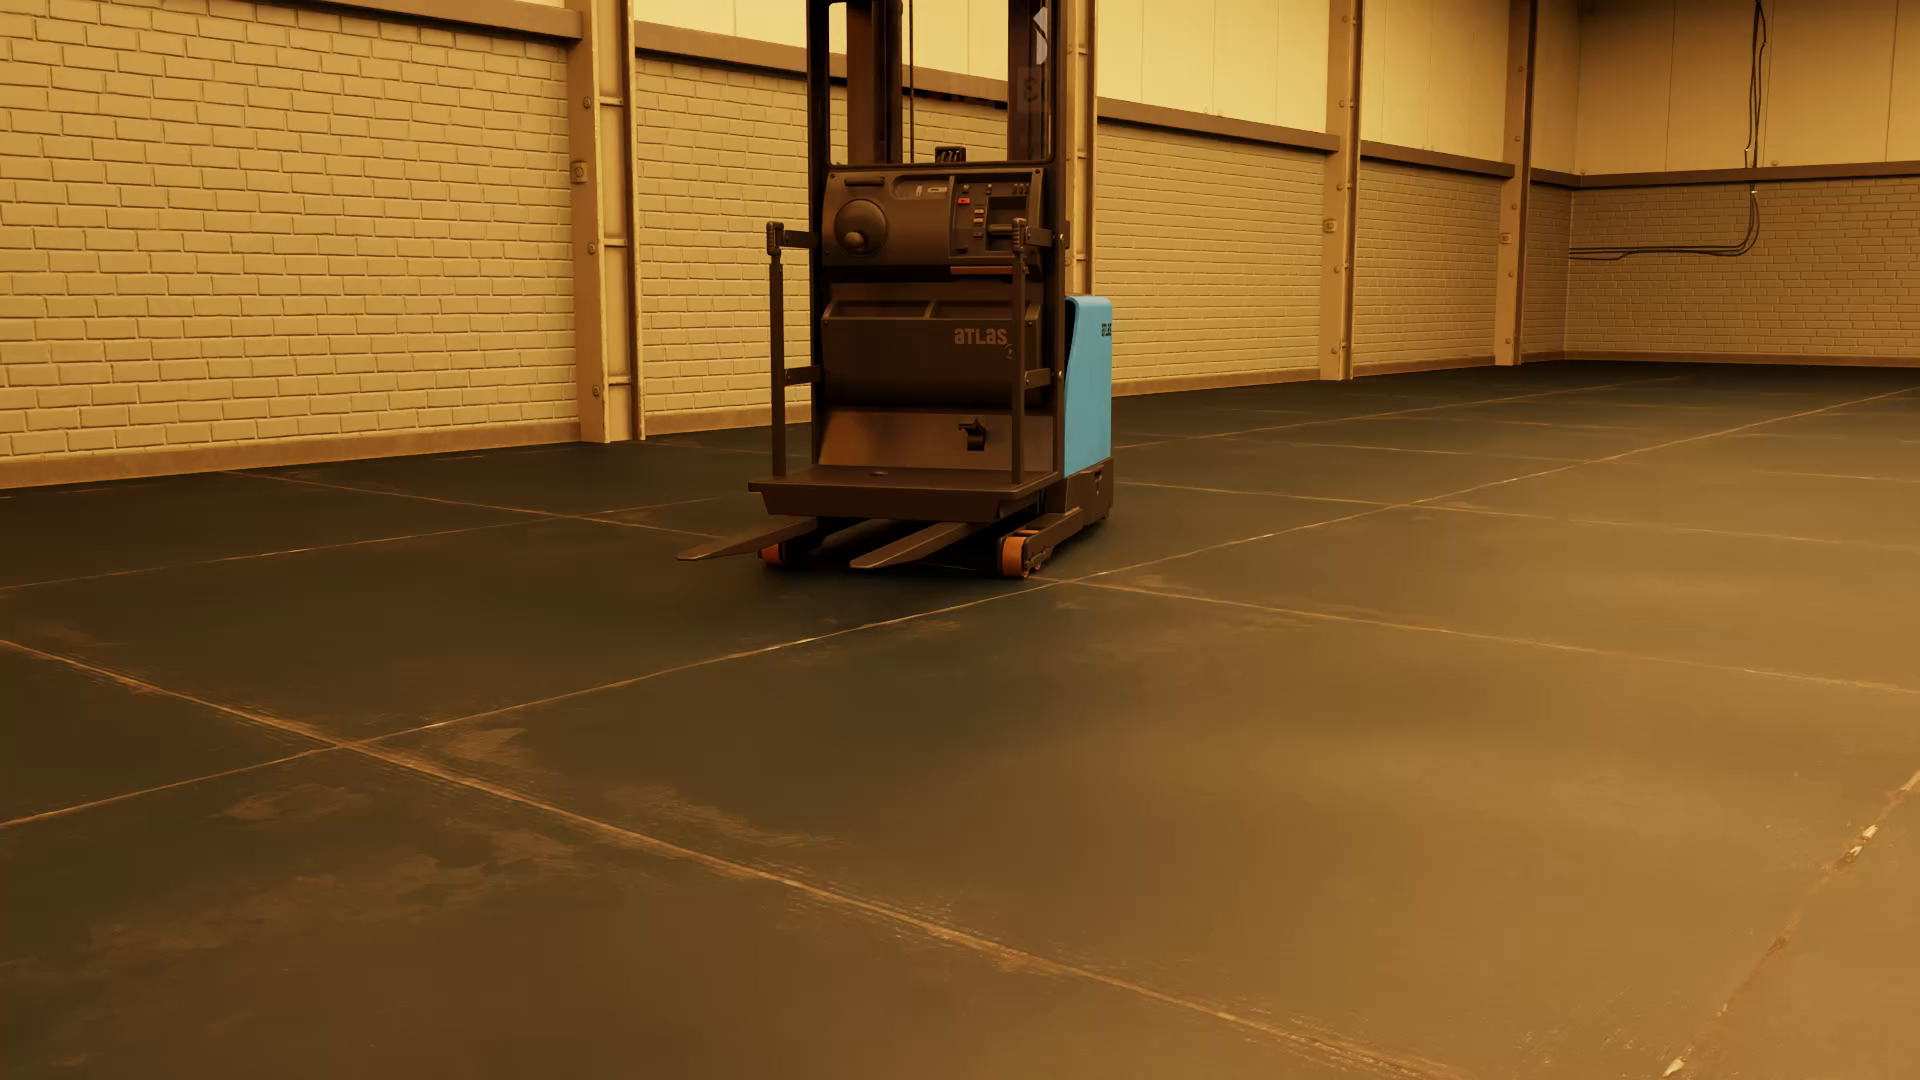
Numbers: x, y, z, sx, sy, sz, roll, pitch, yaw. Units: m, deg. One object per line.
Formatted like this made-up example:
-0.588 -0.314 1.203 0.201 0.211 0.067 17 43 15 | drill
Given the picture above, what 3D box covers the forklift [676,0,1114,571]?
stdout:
-0.176 -1.366 6.616 1.130 2.935 3.031 3 9 17 | forklift
